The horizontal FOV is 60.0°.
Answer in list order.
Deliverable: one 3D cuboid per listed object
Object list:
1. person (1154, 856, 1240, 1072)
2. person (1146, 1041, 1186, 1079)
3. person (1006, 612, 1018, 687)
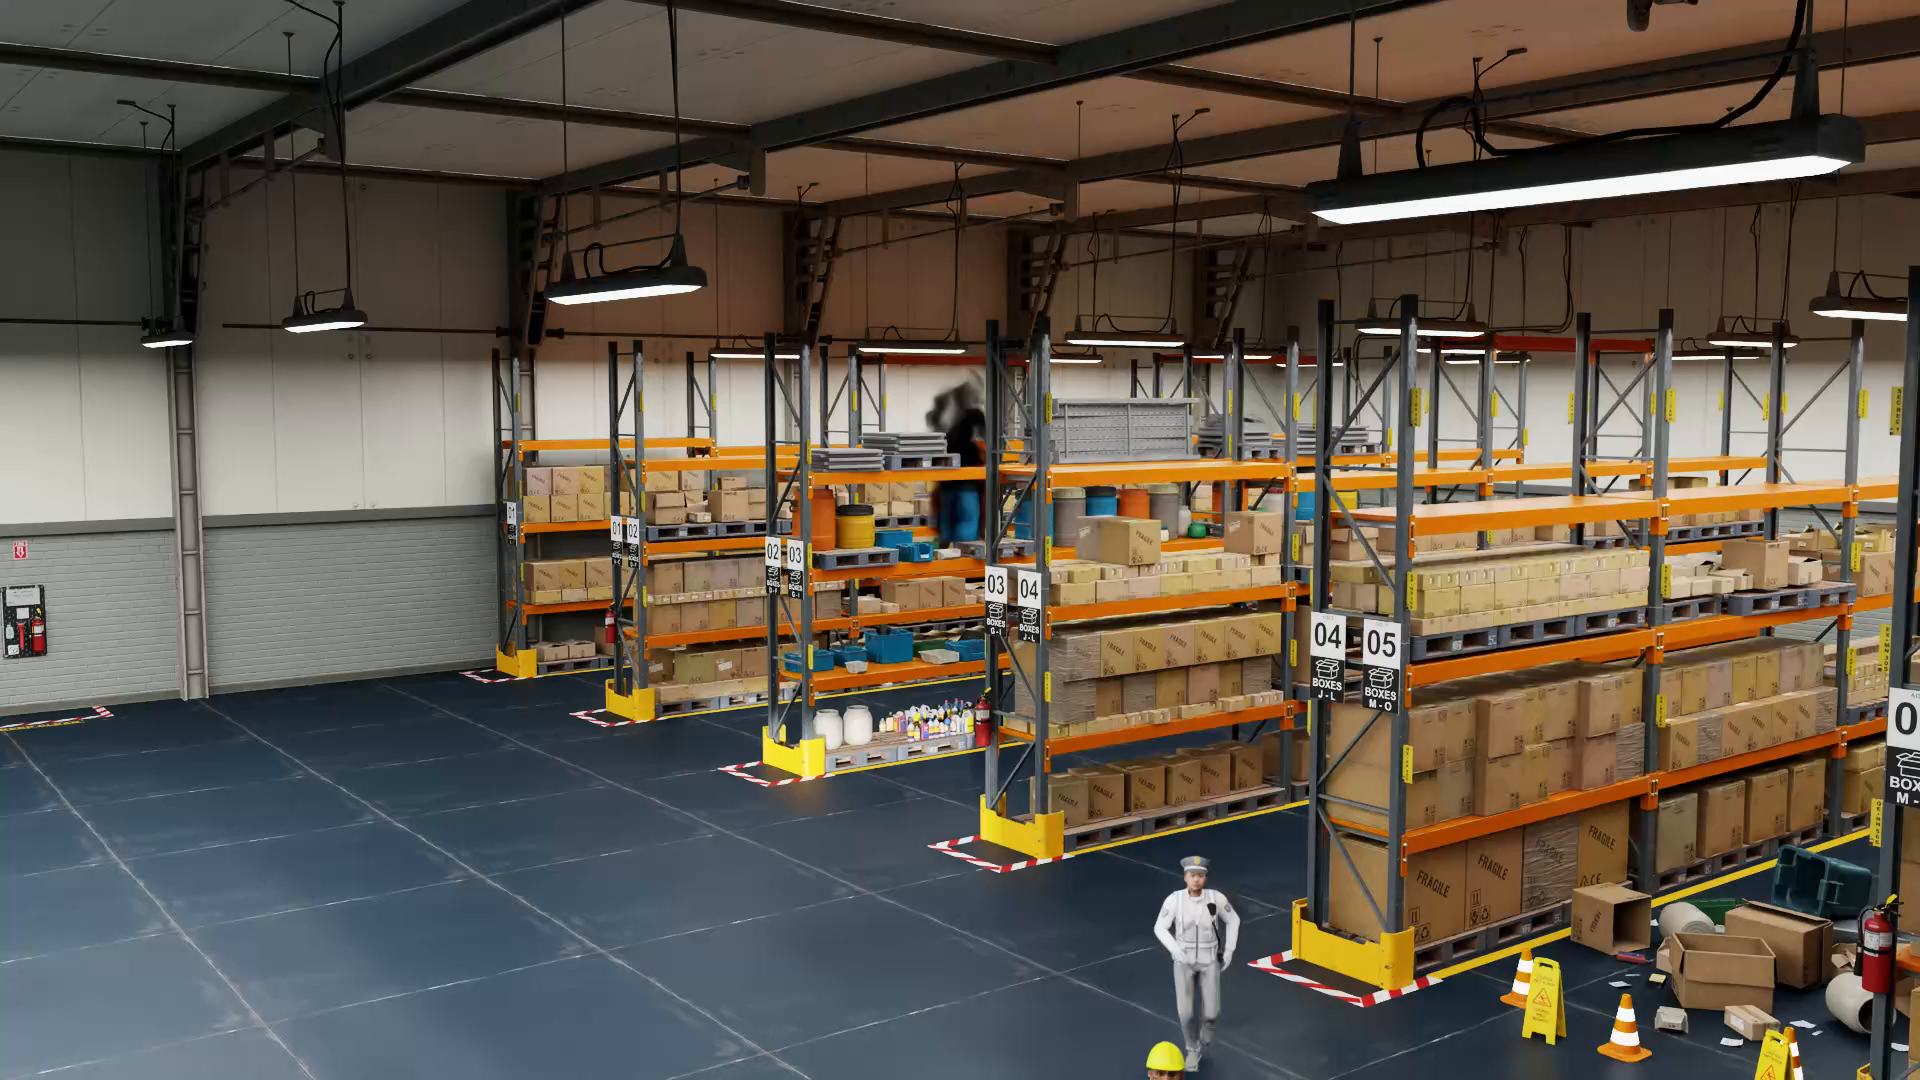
[{"bbox_3d":[1.811,3.226,12.711,0.657,1.664,0.561,0,5,6],"label":"person"},{"bbox_3d":[1.094,3.522,8.760,0.685,1.724,0.600,1,5,9],"label":"person"},{"bbox_3d":[1.101,1.645,28.116,0.738,1.698,0.596,-3,6,-32],"label":"person"}]
